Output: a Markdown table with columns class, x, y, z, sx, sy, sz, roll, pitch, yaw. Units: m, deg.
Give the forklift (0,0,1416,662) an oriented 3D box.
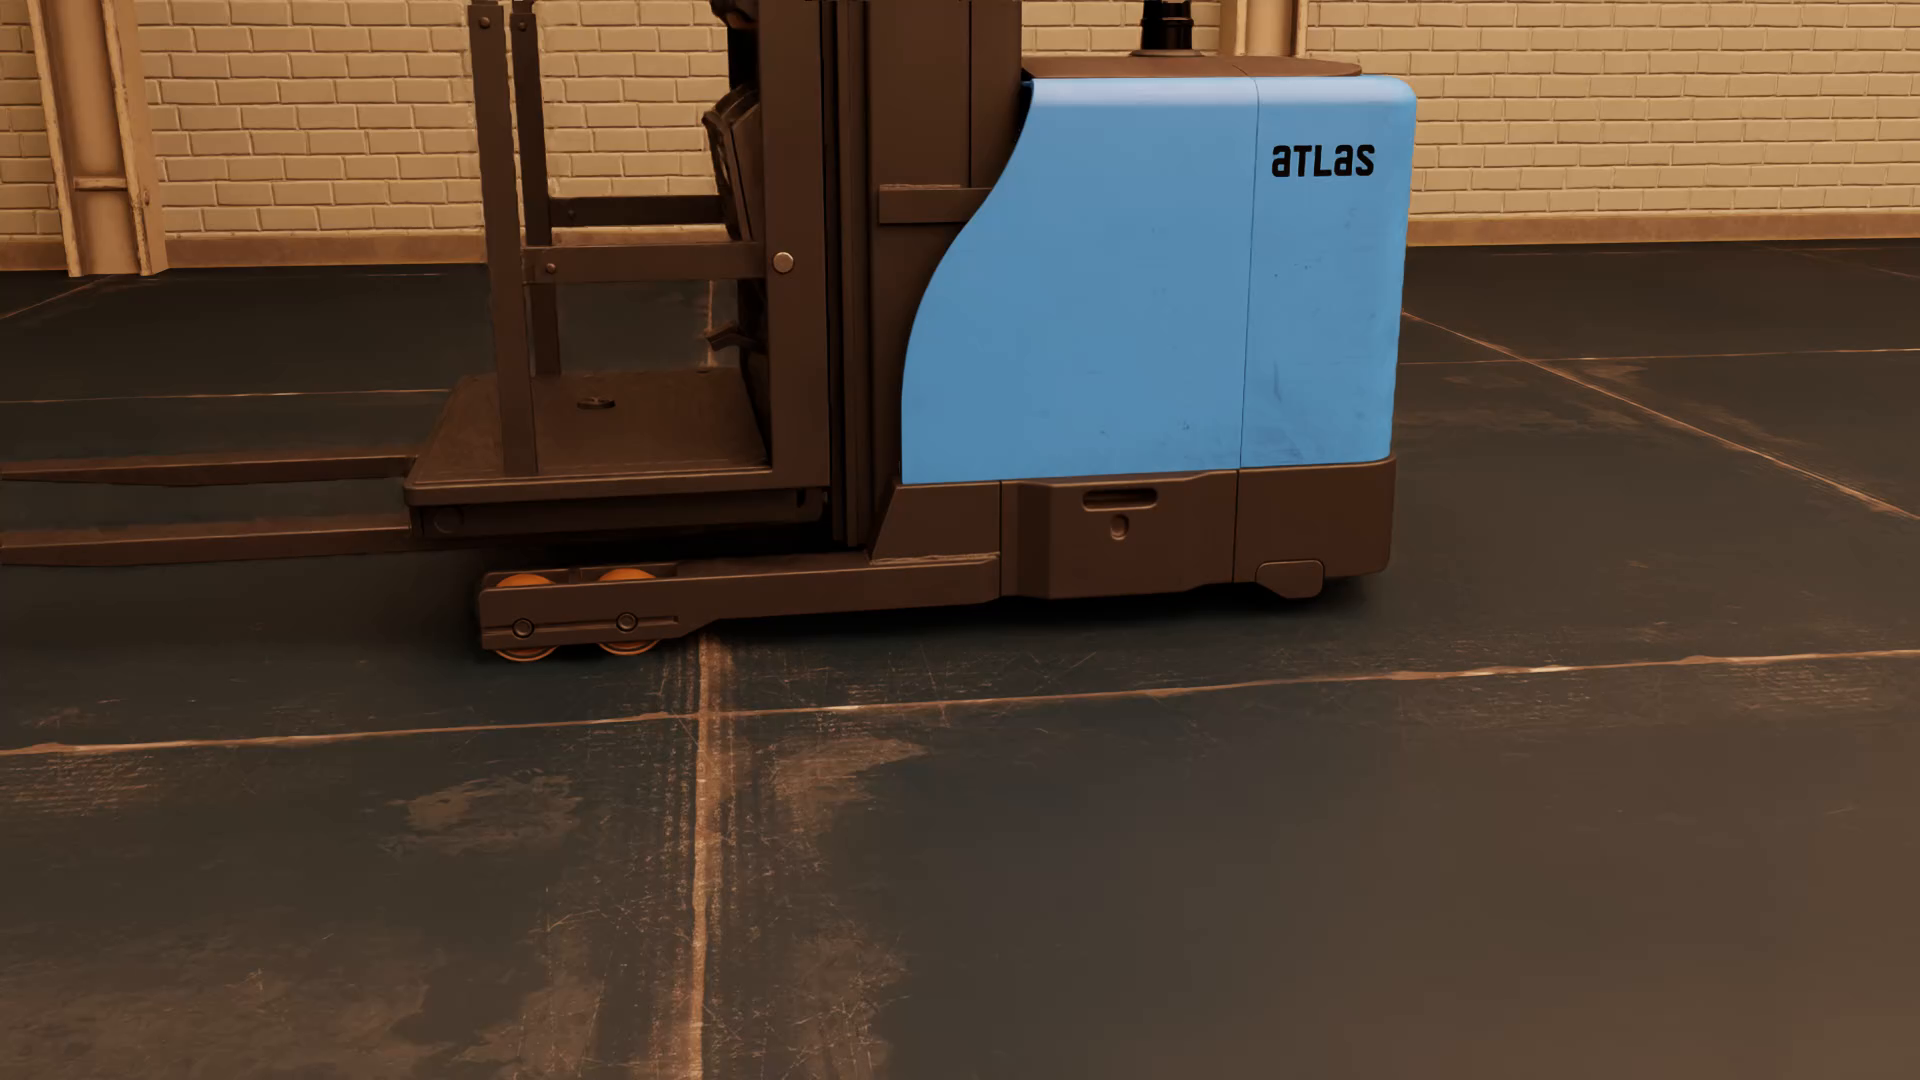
| class | x | y | z | sx | sy | sz | roll | pitch | yaw |
| --- | --- | --- | --- | --- | --- | --- | --- | --- | --- |
| forklift | -0.652 | -1.334 | 3.313 | 3.031 | 2.935 | 1.130 | -3 | 17 | -10 |
